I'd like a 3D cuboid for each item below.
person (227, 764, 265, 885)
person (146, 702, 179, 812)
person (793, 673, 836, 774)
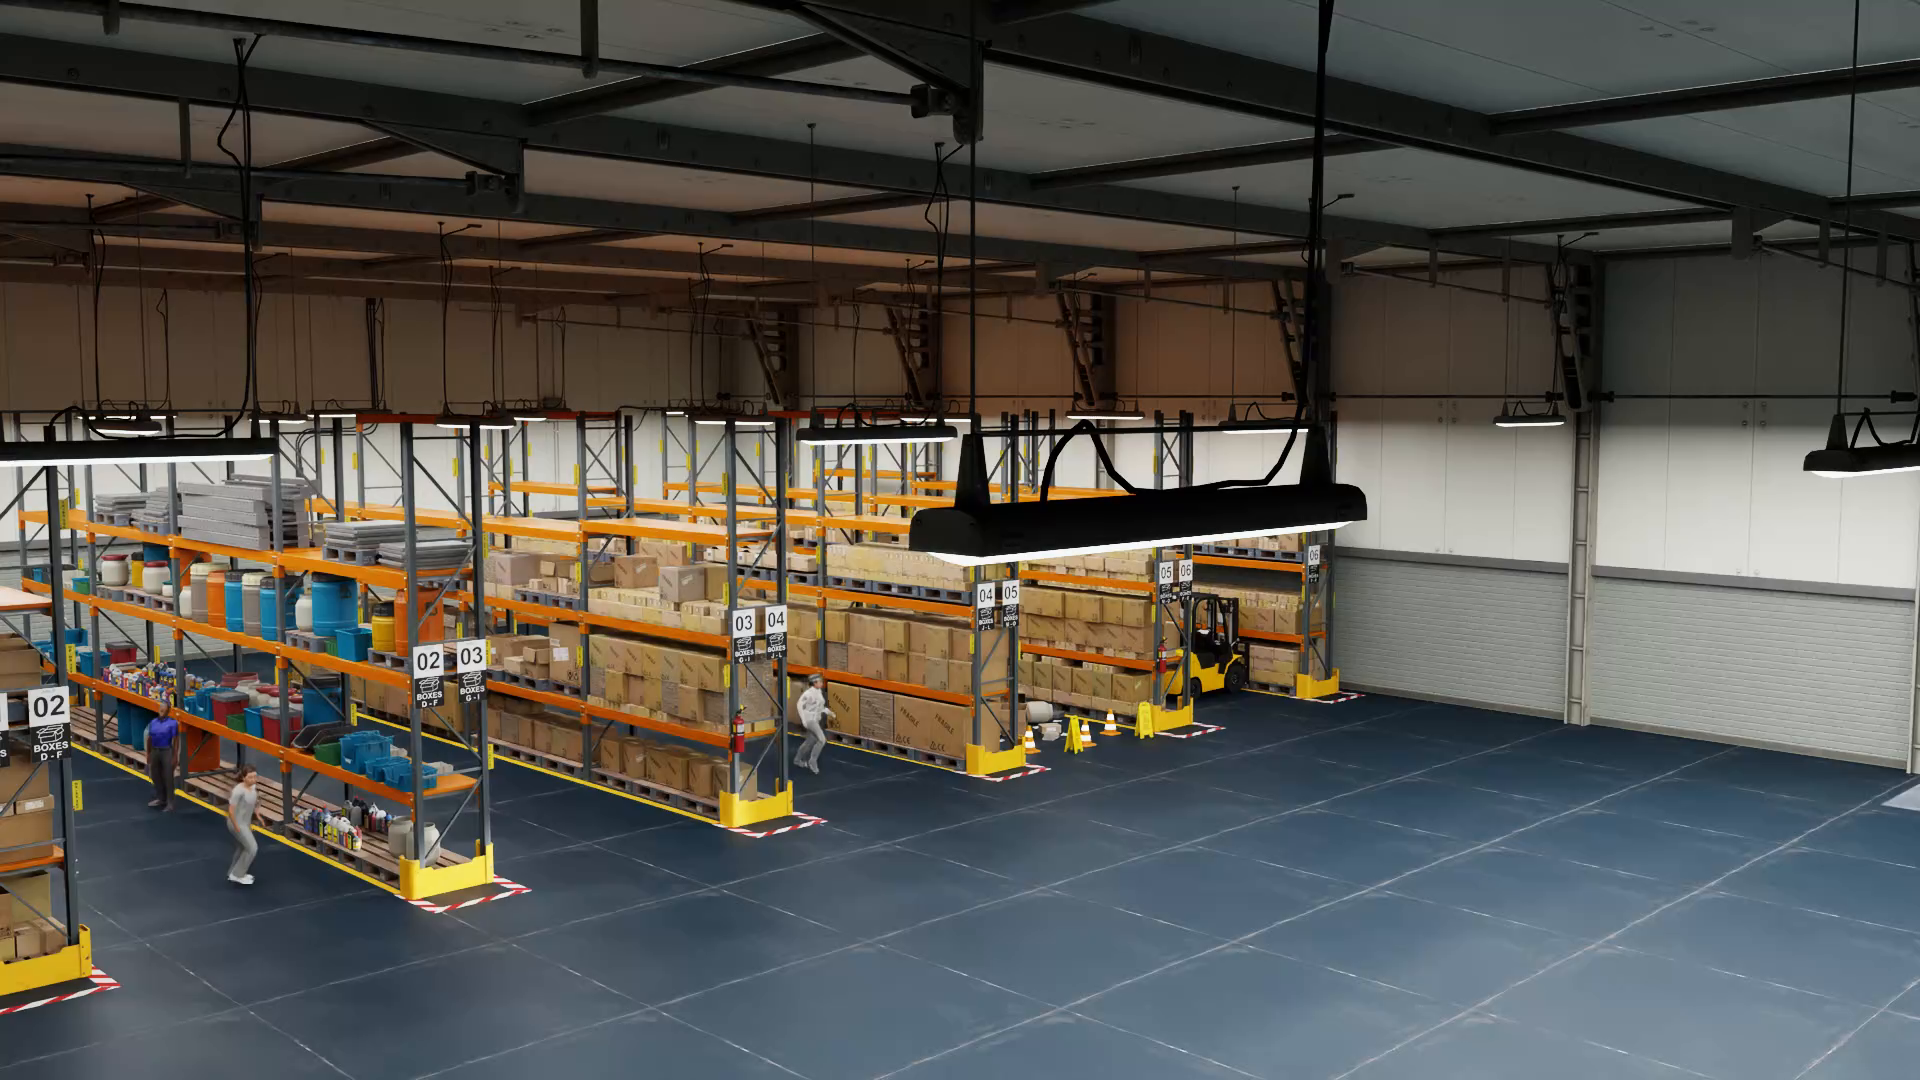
[{"bbox_3d":[-9.295,3.671,21.489,0.549,1.610,0.561,0,5,1],"label":"person"},{"bbox_3d":[-12.224,3.308,25.481,0.549,1.649,0.481,0,5,0],"label":"person"},{"bbox_3d":[-2.488,3.084,28.030,0.785,1.715,0.533,2,5,18],"label":"person"}]
